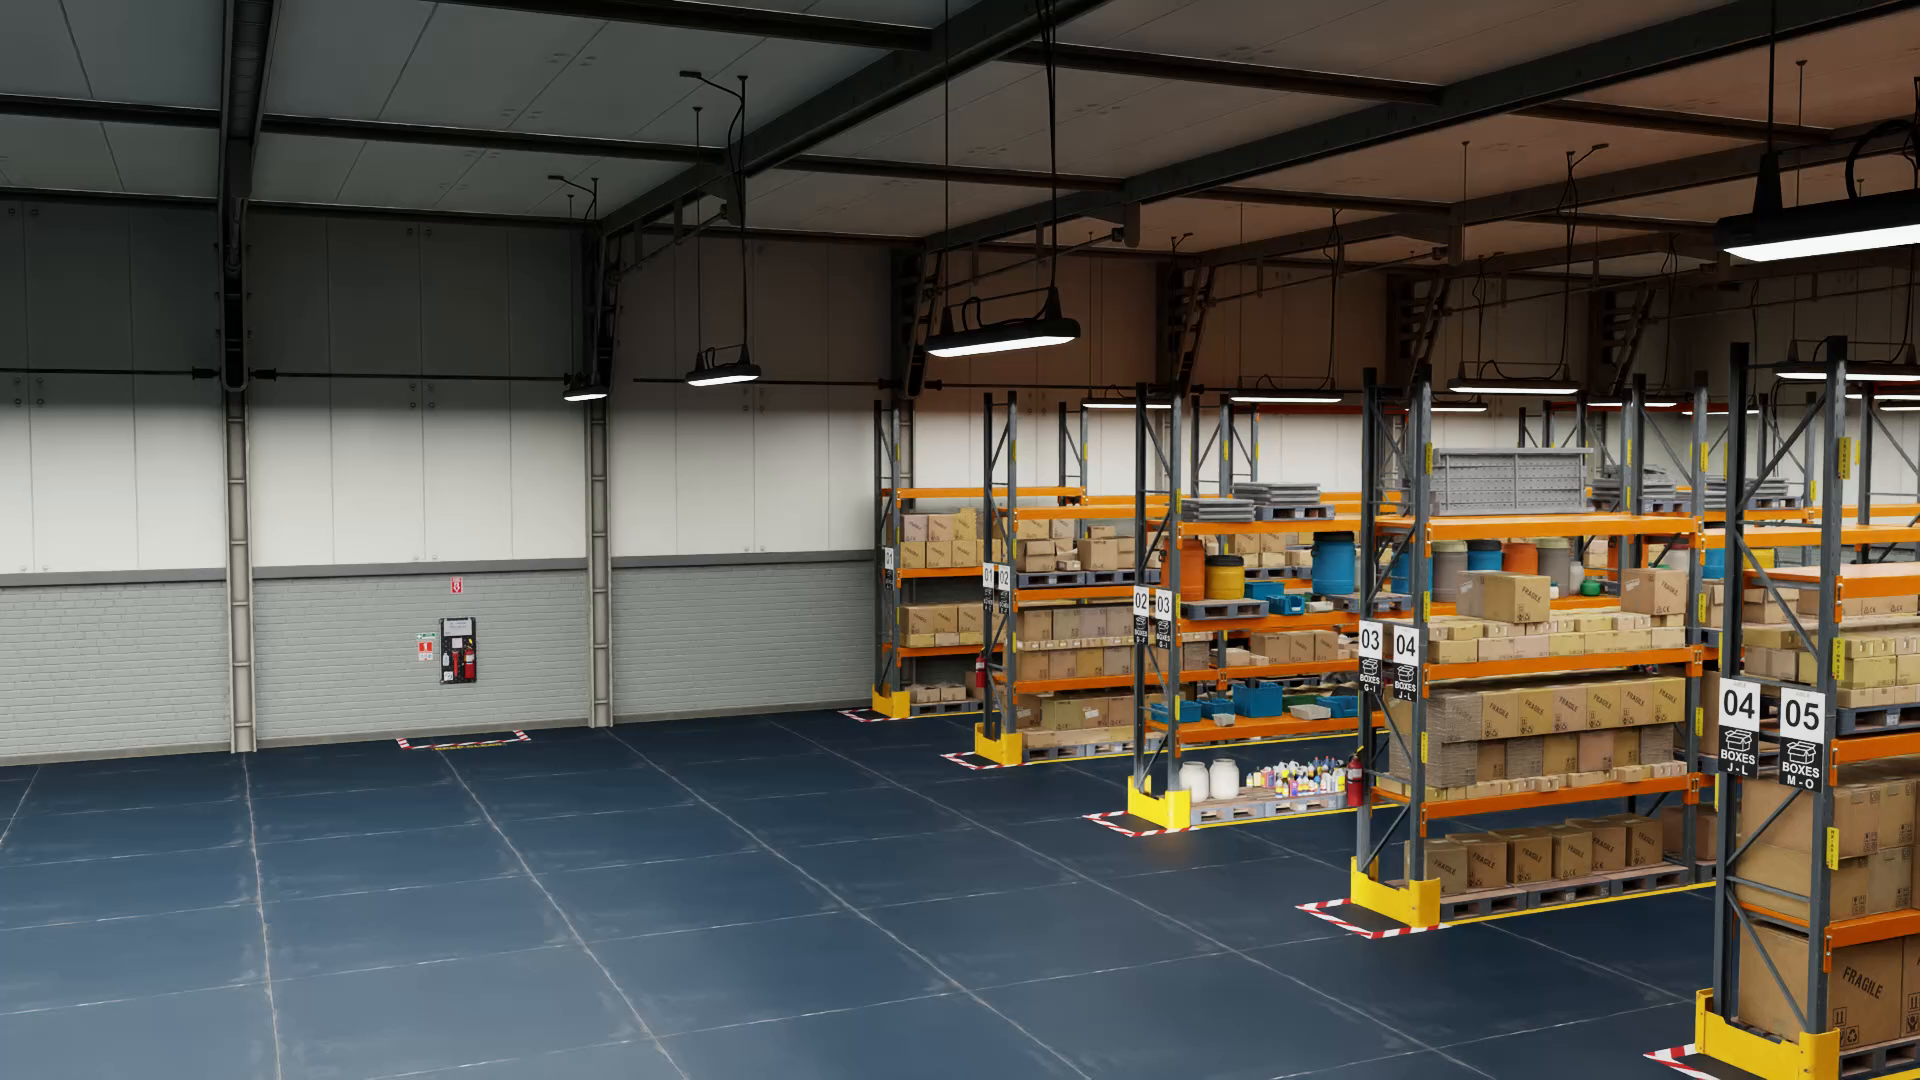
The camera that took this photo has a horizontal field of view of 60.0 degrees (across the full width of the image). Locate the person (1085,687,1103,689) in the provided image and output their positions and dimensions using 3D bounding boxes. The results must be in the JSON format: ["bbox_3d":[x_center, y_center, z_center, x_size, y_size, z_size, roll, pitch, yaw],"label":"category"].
[{"bbox_3d":[2.442,2.558,29.815,0.609,1.787,0.403,3,5,43],"label":"person"}]

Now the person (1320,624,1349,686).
[{"bbox_3d":[7.211,2.396,32.179,1.054,1.714,0.585,-2,4,-29],"label":"person"}]
